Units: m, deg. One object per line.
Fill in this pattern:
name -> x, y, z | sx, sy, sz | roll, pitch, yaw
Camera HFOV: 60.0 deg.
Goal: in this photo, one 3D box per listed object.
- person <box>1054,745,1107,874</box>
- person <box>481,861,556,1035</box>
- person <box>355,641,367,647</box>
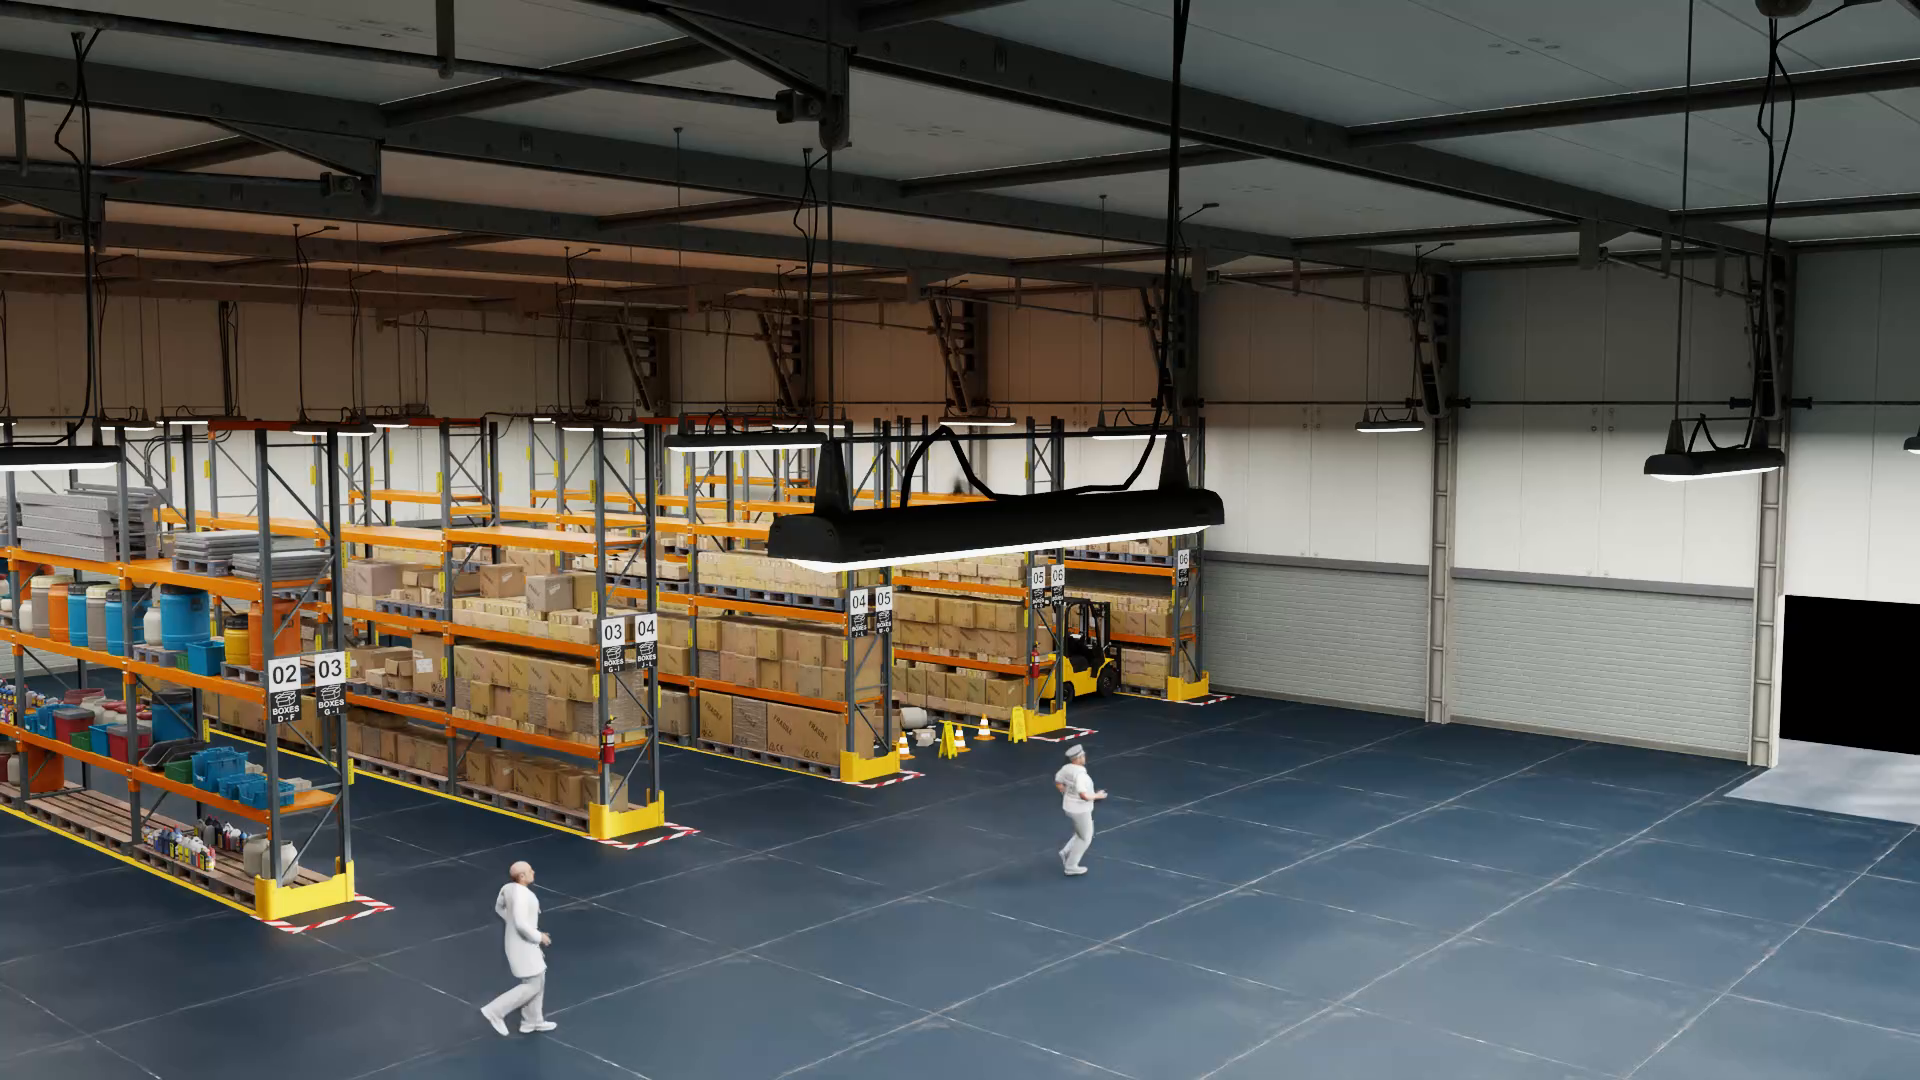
person -> 1.646, 3.601, 22.321 | 0.602, 1.738, 0.650 | -2, 5, -20
person -> -4.426, 4.181, 16.611 | 0.770, 1.563, 0.738 | -3, 5, -29
person -> -11.739, 2.792, 32.665 | 0.540, 1.652, 0.599 | 3, 6, 35
